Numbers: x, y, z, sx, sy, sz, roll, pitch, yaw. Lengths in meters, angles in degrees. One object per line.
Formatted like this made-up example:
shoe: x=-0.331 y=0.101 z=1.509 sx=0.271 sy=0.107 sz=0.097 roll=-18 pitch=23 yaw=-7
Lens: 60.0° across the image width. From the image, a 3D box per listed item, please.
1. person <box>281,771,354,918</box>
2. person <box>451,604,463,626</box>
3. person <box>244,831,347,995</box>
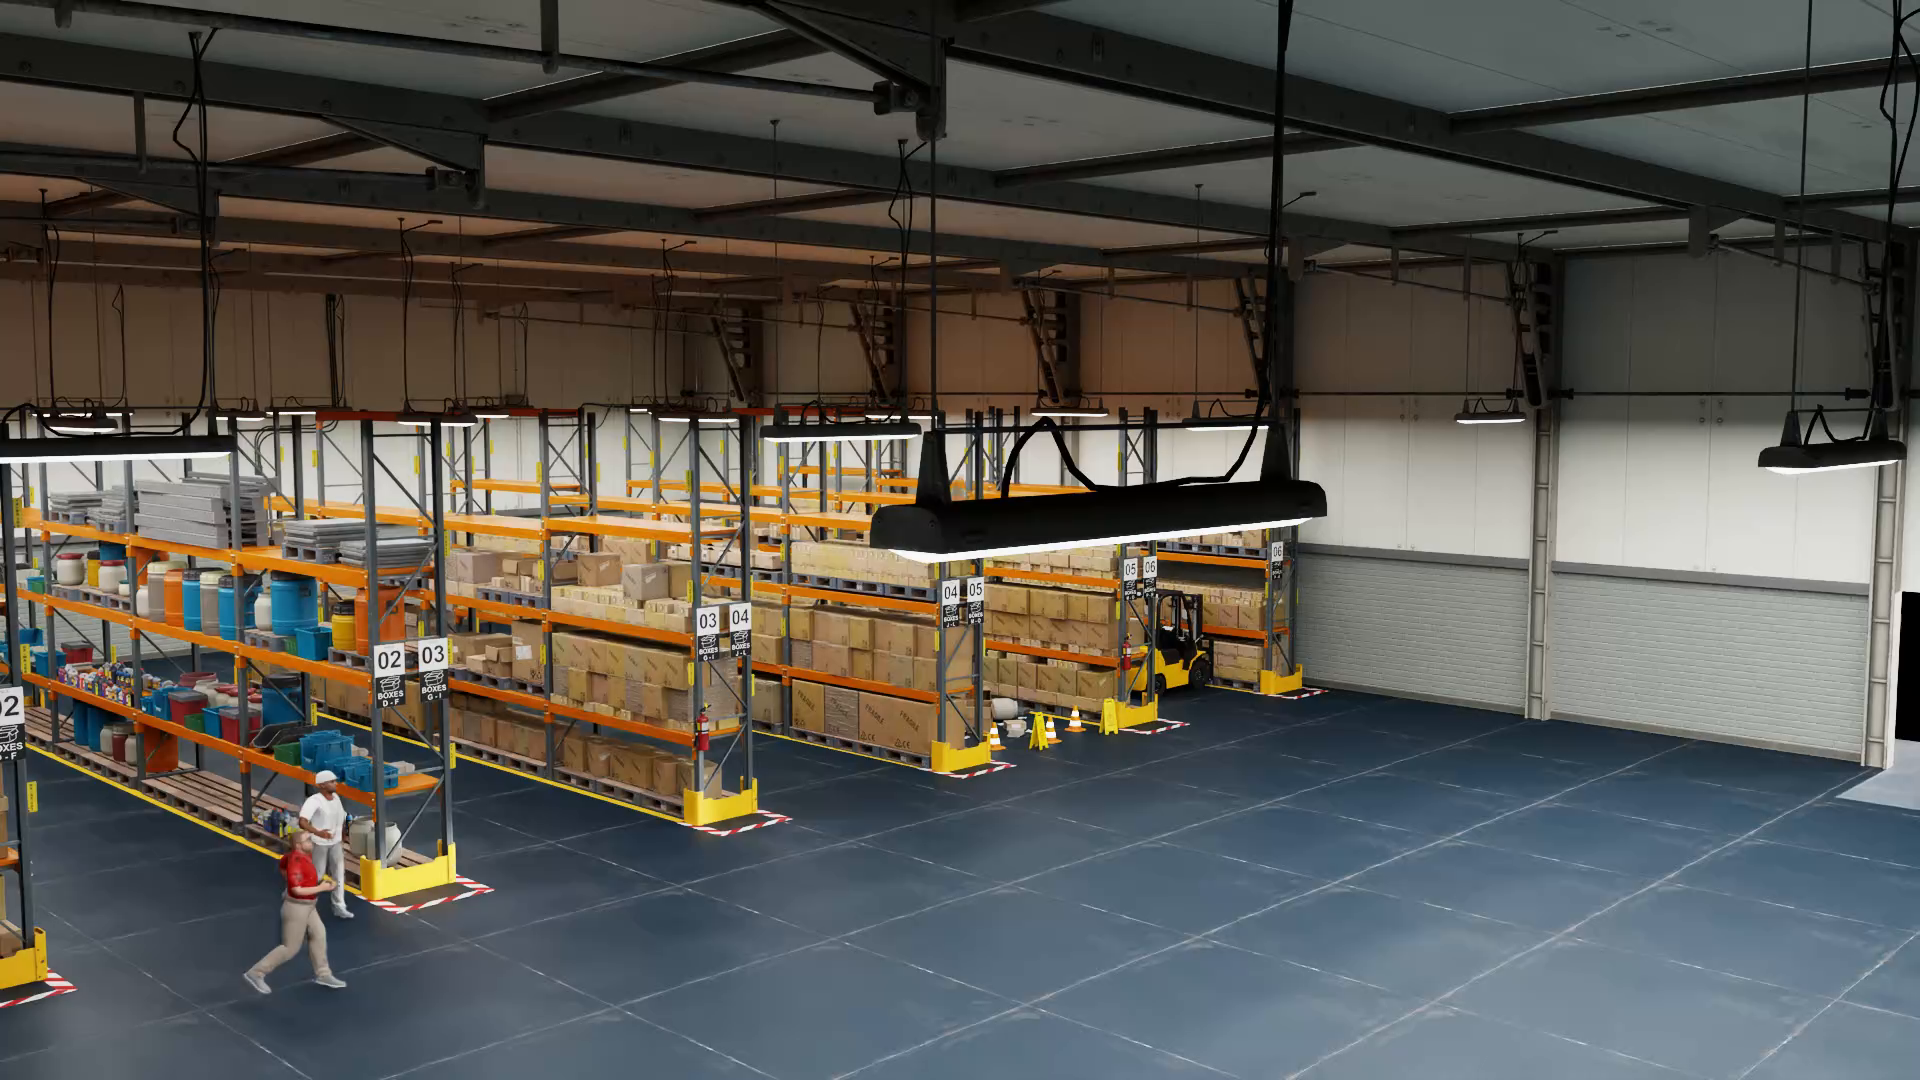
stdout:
person: x=-7.679 y=3.669 z=20.178 sx=0.962 sy=1.722 sz=0.764 roll=2 pitch=5 yaw=19
person: x=-12.287 y=1.908 z=40.410 sx=0.555 sy=1.687 sz=0.760 roll=-1 pitch=5 yaw=-11
person: x=-7.009 y=3.925 z=17.502 sx=0.982 sy=1.752 sz=0.672 roll=-2 pitch=5 yaw=-17
